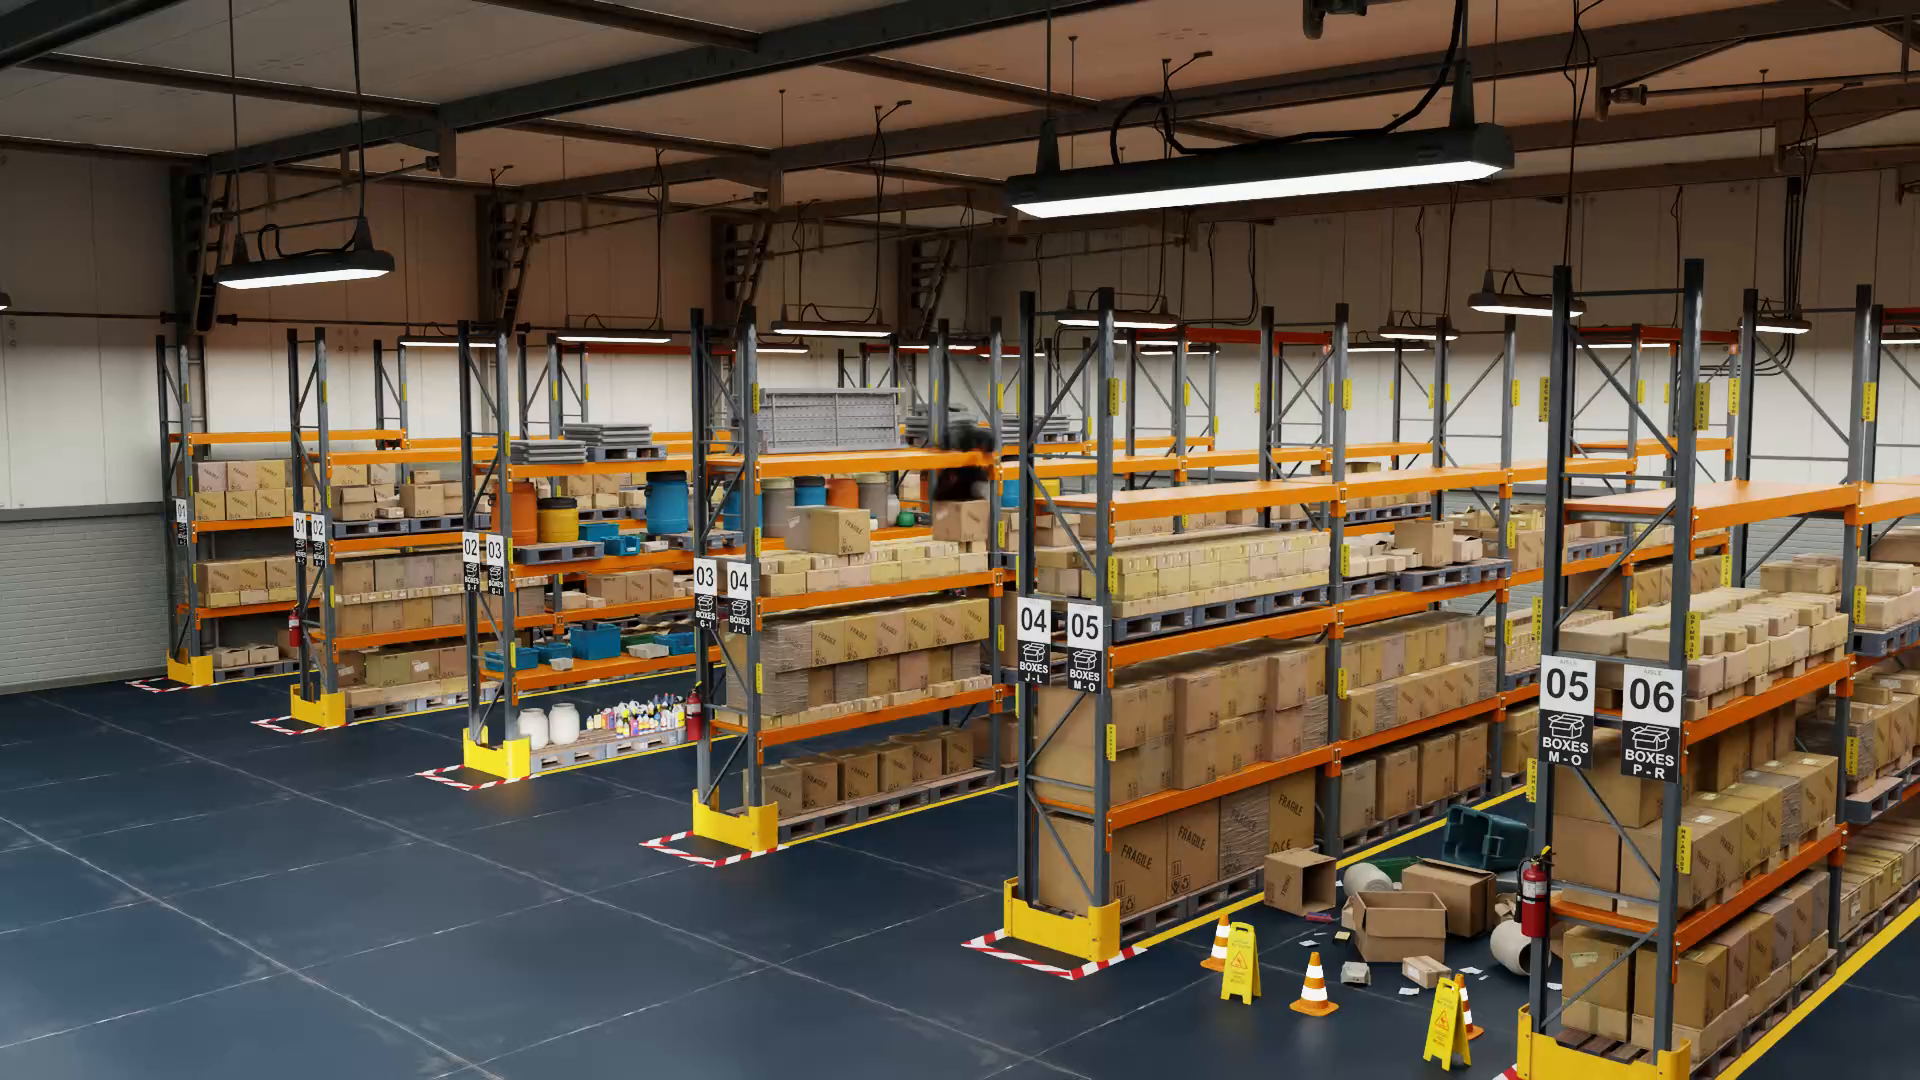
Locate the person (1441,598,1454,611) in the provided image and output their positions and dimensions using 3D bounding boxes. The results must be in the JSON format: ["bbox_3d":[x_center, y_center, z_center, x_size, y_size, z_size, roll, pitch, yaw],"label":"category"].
[{"bbox_3d":[9.226,1.313,32.054,0.620,1.703,0.803,-2,6,-24],"label":"person"}]

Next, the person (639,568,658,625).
[{"bbox_3d":[-6.114,1.315,32.866,0.522,1.554,0.598,3,6,30],"label":"person"}]
